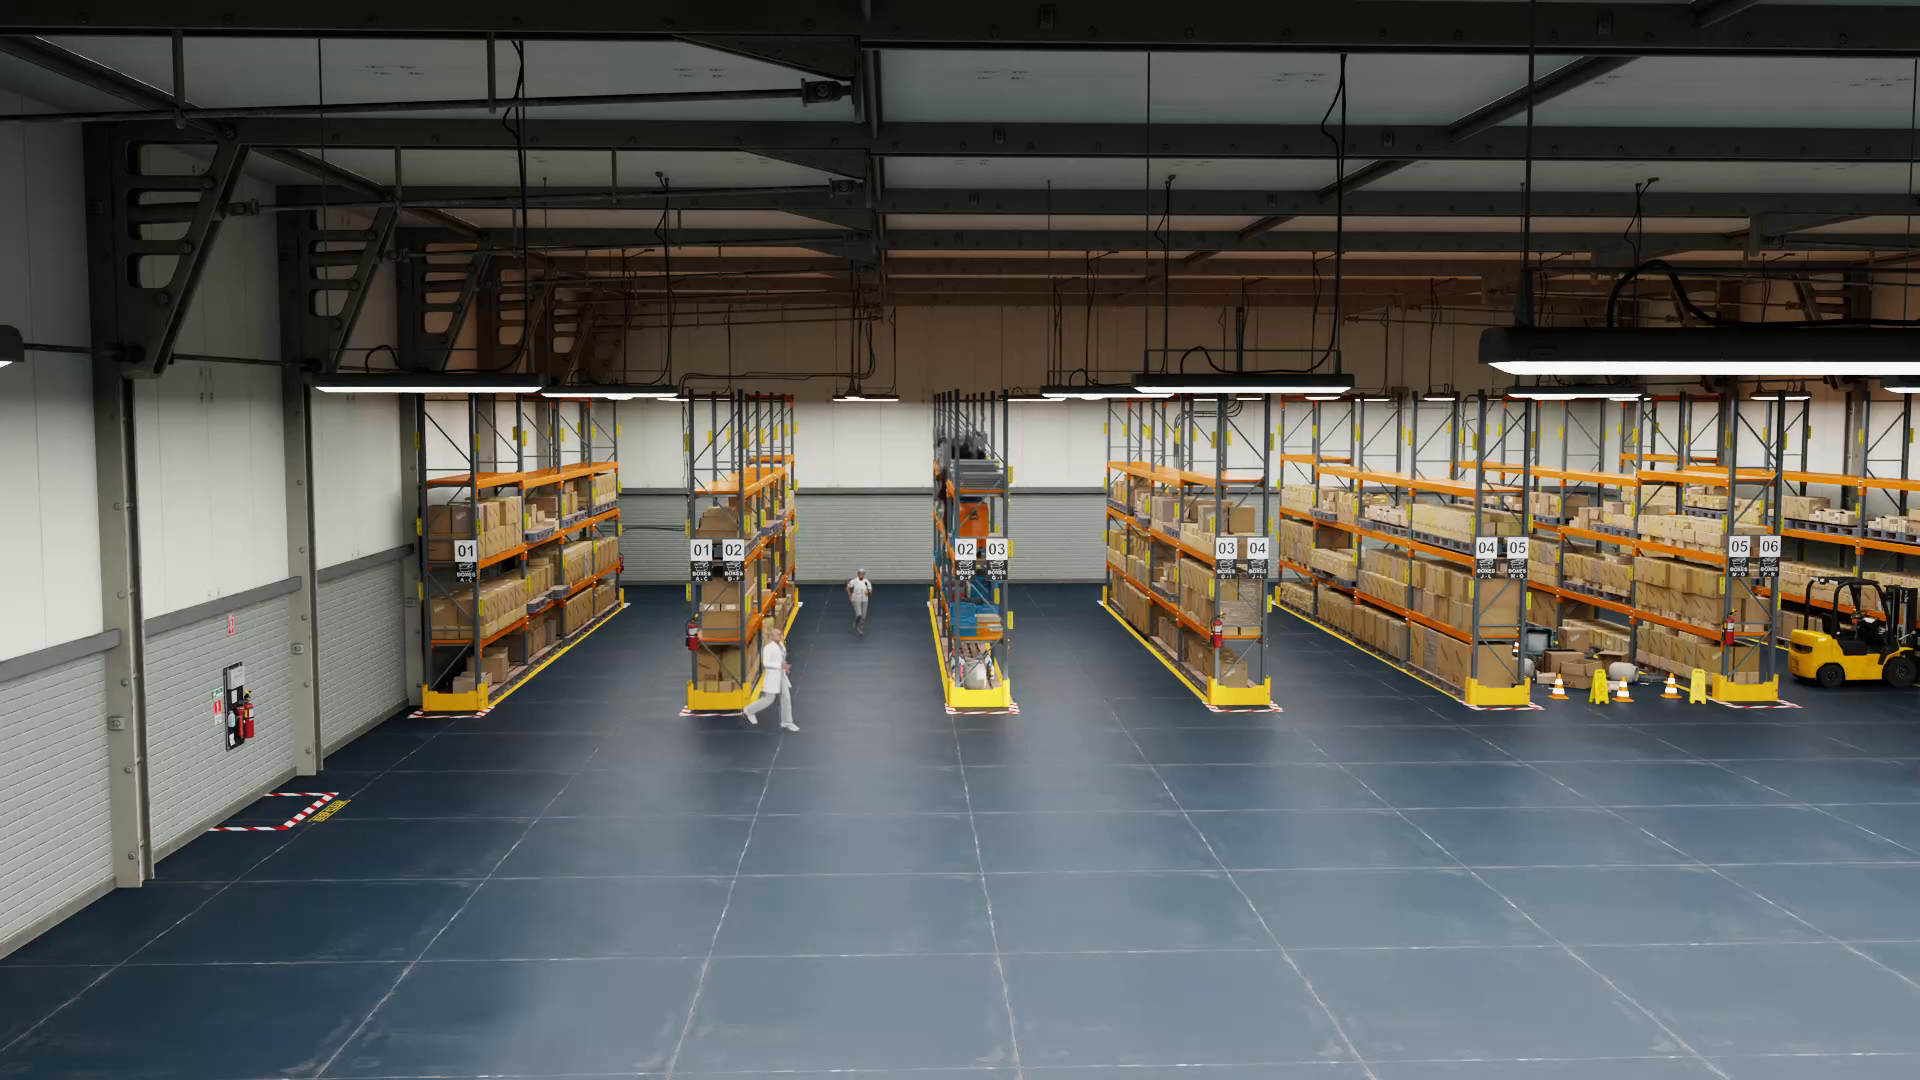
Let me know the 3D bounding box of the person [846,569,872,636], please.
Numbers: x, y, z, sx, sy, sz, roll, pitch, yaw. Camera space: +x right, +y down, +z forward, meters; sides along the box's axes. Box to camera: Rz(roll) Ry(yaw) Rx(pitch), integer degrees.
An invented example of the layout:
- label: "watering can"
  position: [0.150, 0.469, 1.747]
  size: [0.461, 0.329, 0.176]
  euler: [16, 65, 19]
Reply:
- label: "person"
  position: [-2.458, 1.541, 41.170]
  size: [0.594, 1.655, 0.623]
  euler: [-2, 5, -21]

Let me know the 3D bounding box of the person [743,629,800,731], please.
- label: "person"
  position: [-3.299, 2.449, 29.316]
  size: [1.044, 1.793, 0.718]
  euler: [2, 5, 27]

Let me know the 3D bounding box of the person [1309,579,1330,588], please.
- label: "person"
  position: [10.507, 0.886, 48.836]
  size: [0.703, 1.786, 0.775]
  euler: [-3, 6, -34]
